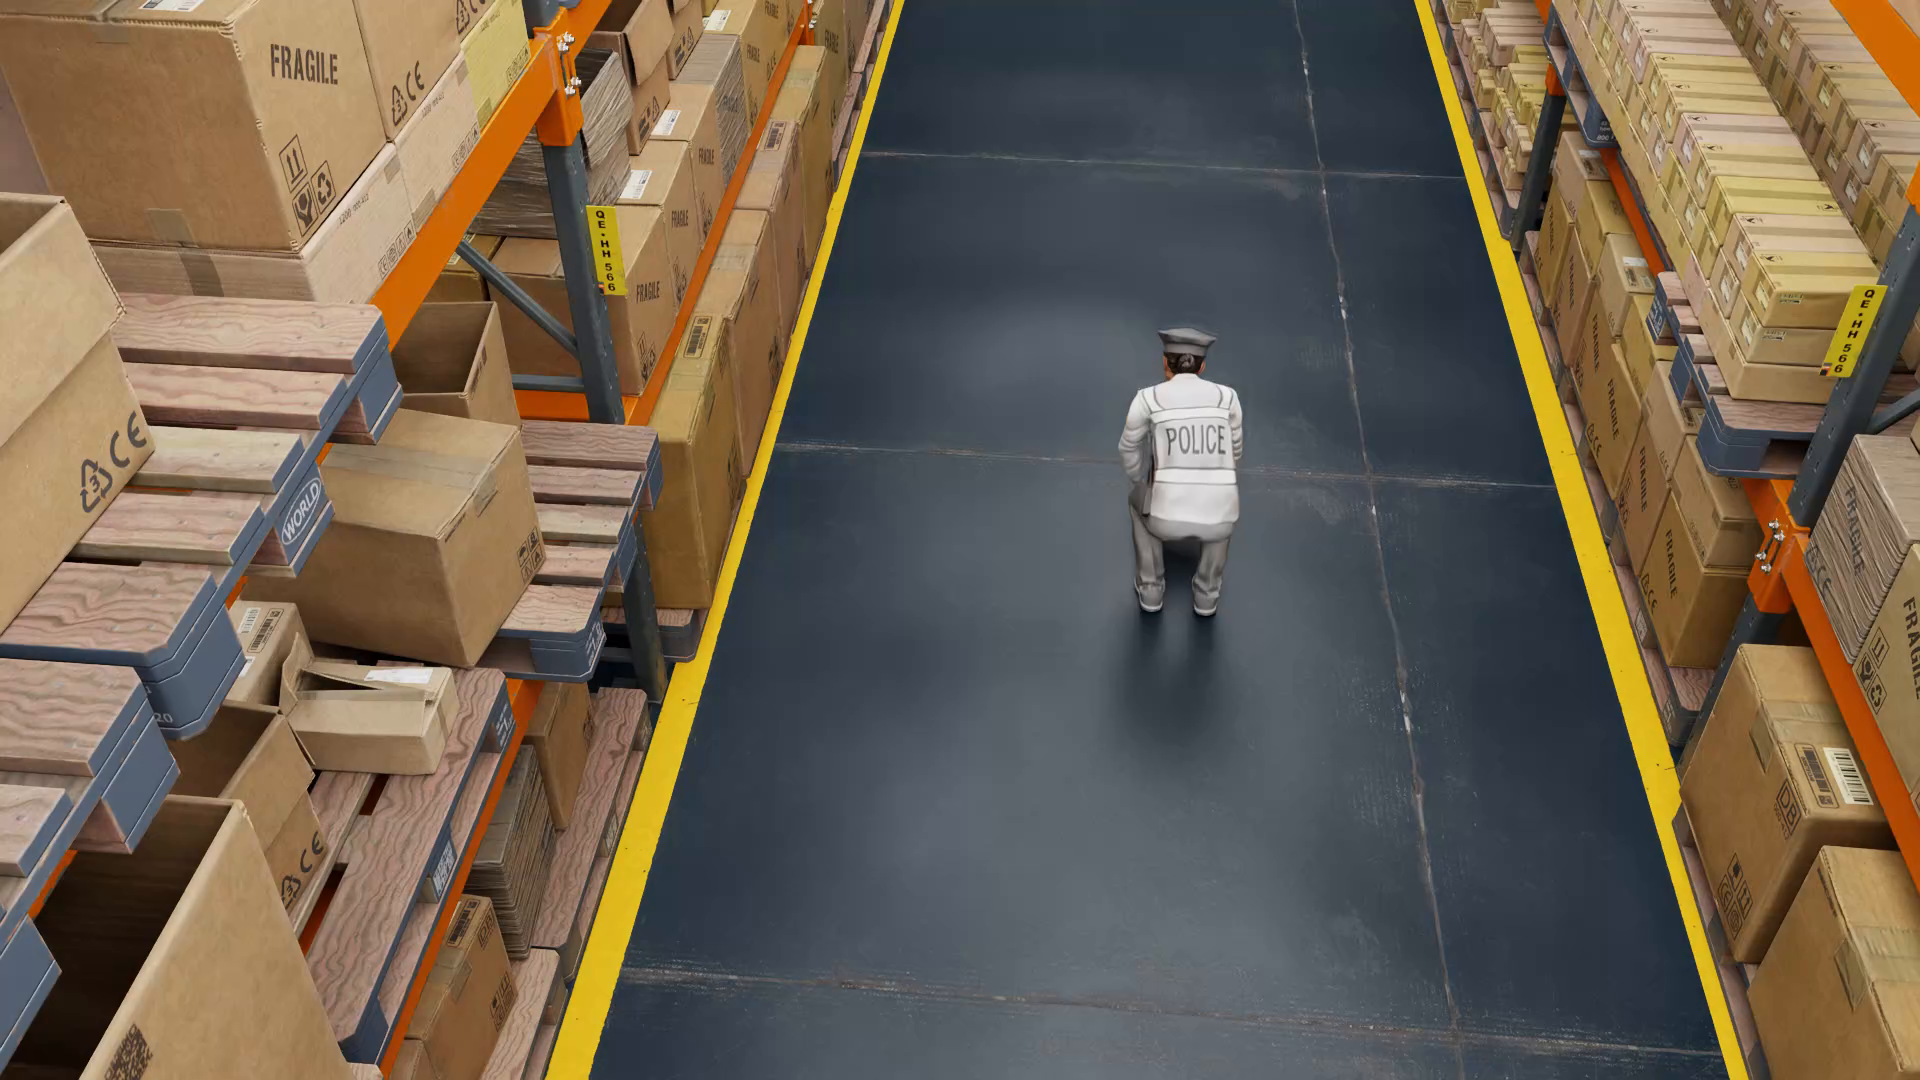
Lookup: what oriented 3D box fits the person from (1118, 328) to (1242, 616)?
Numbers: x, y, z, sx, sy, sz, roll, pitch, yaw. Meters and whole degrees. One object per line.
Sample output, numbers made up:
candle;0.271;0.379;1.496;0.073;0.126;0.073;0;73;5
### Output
person;0.909;-0.262;6.875;0.516;1.139;0.803;3;40;4
